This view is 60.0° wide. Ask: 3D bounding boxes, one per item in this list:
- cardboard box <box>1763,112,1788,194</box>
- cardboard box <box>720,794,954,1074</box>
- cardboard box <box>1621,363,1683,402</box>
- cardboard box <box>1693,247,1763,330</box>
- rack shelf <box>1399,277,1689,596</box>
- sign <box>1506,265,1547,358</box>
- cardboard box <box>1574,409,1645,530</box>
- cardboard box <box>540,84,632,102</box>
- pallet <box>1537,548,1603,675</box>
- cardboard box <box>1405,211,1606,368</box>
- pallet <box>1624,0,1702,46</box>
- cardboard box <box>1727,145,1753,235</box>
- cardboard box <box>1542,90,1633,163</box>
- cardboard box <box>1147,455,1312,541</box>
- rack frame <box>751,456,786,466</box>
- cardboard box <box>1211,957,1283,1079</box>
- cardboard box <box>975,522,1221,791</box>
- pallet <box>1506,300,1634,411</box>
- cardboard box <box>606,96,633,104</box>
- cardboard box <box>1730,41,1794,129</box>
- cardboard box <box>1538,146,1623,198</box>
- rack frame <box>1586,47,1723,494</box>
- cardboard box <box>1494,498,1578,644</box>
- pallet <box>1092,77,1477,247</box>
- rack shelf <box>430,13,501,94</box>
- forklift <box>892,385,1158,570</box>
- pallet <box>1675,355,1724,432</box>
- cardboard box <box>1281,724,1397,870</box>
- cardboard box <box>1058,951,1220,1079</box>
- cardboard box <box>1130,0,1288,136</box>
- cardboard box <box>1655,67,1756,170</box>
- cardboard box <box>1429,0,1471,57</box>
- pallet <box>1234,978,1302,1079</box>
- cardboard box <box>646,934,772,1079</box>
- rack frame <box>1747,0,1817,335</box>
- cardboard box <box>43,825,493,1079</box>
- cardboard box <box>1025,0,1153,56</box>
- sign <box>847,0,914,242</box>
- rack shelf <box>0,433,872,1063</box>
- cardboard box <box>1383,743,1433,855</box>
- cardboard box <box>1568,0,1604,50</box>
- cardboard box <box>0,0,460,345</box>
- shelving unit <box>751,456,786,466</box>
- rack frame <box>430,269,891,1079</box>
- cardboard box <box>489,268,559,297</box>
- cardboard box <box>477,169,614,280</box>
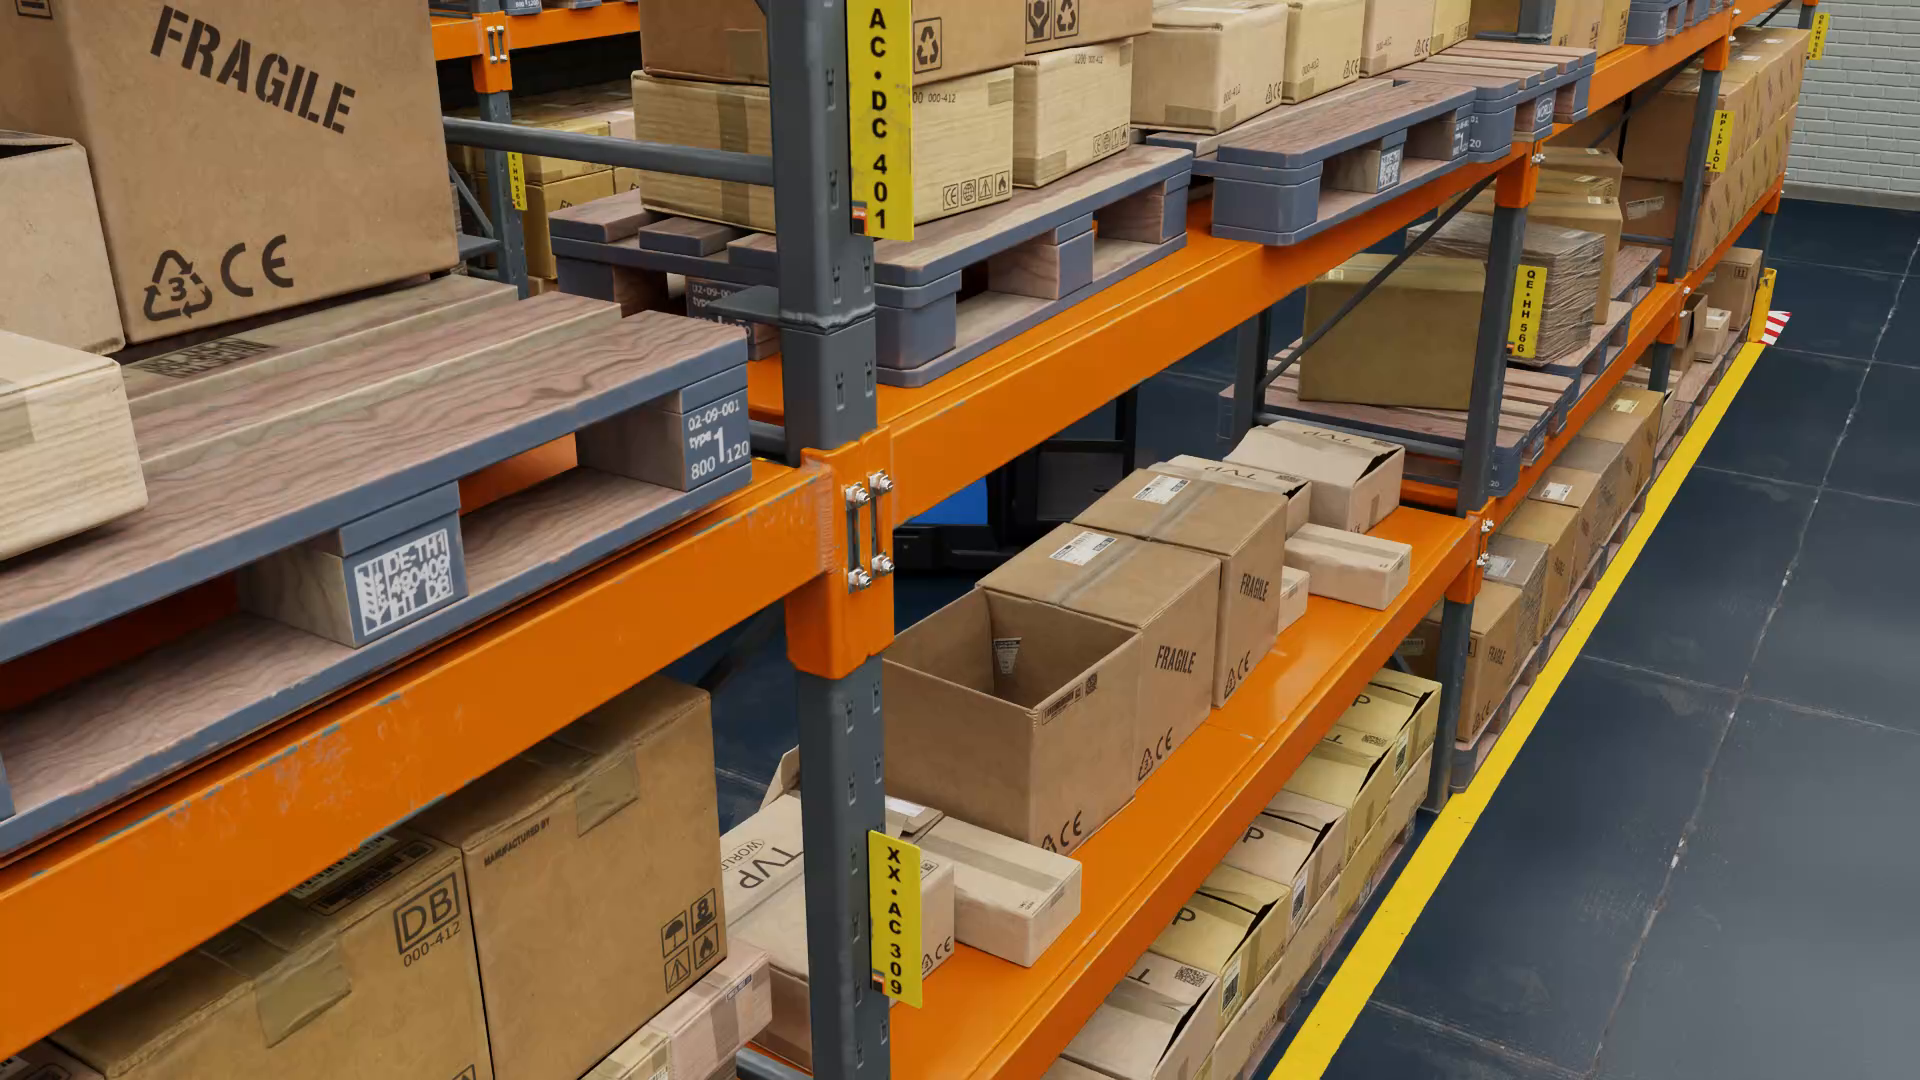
[{"bbox_3d":[5.474,-2.753,11.707,0.500,0.500,0.500,14,27,29],"label":"cardboard box"},{"bbox_3d":[-0.358,0.853,3.693,0.500,0.250,0.500,16,28,32],"label":"cardboard box"},{"bbox_3d":[4.492,-1.033,10.873,0.380,0.166,0.250,14,27,29],"label":"cardboard box"},{"bbox_3d":[5.672,-1.910,12.480,0.500,0.500,0.500,14,27,29],"label":"cardboard box"},{"bbox_3d":[2.584,-0.736,8.079,1.077,0.370,4.000,14,27,29],"label":"rack shelf"},{"bbox_3d":[2.003,-0.807,5.881,0.100,0.325,0.005,14,27,29],"label":"sign"},{"bbox_3d":[3.355,-0.404,9.000,0.500,0.500,0.500,14,27,29],"label":"cardboard box"},{"bbox_3d":[-2.112,-2.517,9.819,0.500,0.250,0.500,13,27,28],"label":"cardboard box"},{"bbox_3d":[2.600,0.235,8.442,1.003,0.211,1.213,14,27,29],"label":"pallet"},{"bbox_3d":[2.411,-1.134,7.440,0.700,0.500,0.500,20,31,39],"label":"cardboard box"},{"bbox_3d":[2.691,-2.475,7.652,1.213,0.211,1.003,14,27,29],"label":"pallet"},{"bbox_3d":[4.673,-2.243,10.531,0.500,0.500,0.500,14,27,29],"label":"cardboard box"},{"bbox_3d":[3.686,-2.470,9.796,0.500,0.500,0.500,14,27,29],"label":"cardboard box"},{"bbox_3d":[0.893,-0.088,5.791,0.500,0.311,0.500,14,27,28],"label":"cardboard box"},{"bbox_3d":[-1.091,-0.753,8.345,0.400,2.100,0.015,-5,24,-11],"label":"rack frame"},{"bbox_3d":[0.654,1.425,5.115,0.500,0.250,0.500,14,27,30],"label":"cardboard box"},{"bbox_3d":[0.381,0.311,4.630,0.500,0.500,0.500,14,27,29],"label":"cardboard box"},{"bbox_3d":[2.551,-0.960,7.933,1.003,0.211,1.213,14,27,29],"label":"pallet"},{"bbox_3d":[-1.679,-2.414,9.580,0.500,0.250,0.500,14,27,29],"label":"cardboard box"},{"bbox_3d":[5.213,-3.041,11.114,0.500,0.500,0.500,15,27,30],"label":"cardboard box"},{"bbox_3d":[3.200,-1.866,9.131,0.700,0.500,0.500,5,24,11],"label":"cardboard box"},{"bbox_3d":[3.639,-1.741,9.495,1.000,3.000,0.127,14,27,29],"label":"rack frame"},{"bbox_3d":[2.553,0.115,7.802,0.500,0.500,0.500,13,27,28],"label":"cardboard box"},{"bbox_3d":[0.660,-1.055,4.373,1.003,0.211,1.213,15,28,31],"label":"pallet"},{"bbox_3d":[-3.736,-1.799,6.760,1.077,0.370,4.000,14,27,29],"label":"rack shelf"},{"bbox_3d":[0.623,-1.332,8.637,3.031,2.935,1.130,1,23,3],"label":"forklift"},{"bbox_3d":[4.645,-1.106,11.539,1.003,0.211,1.213,14,27,29],"label":"pallet"},{"bbox_3d":[1.194,0.826,5.792,0.500,0.311,0.500,13,27,28],"label":"cardboard box"},{"bbox_3d":[0.390,1.341,4.603,0.500,0.311,0.500,13,27,27],"label":"cardboard box"},{"bbox_3d":[0.480,-1.174,4.070,0.500,0.250,0.500,11,26,25],"label":"cardboard box"},{"bbox_3d":[4.399,-2.520,9.910,0.500,0.500,0.500,13,27,27],"label":"cardboard box"},{"bbox_3d":[1.338,-1.726,5.346,0.500,0.250,0.500,12,26,25],"label":"cardboard box"},{"bbox_3d":[0.418,1.569,5.360,1.003,0.211,1.213,14,27,29],"label":"pallet"},{"bbox_3d":[-0.542,0.752,2.794,0.380,0.149,0.250,14,27,29],"label":"cardboard box"},{"bbox_3d":[5.749,-3.091,12.614,1.000,3.000,0.127,14,27,29],"label":"rack frame"},{"bbox_3d":[-1.075,0.640,2.237,0.700,0.500,0.500,14,27,29],"label":"cardboard box"},{"bbox_3d":[0.059,-1.282,3.377,0.500,0.500,0.500,17,29,34],"label":"cardboard box"},{"bbox_3d":[-0.108,-0.575,2.276,0.100,0.325,0.005,14,27,29],"label":"sign"},{"bbox_3d":[-1.635,0.588,1.246,1.077,0.370,4.000,14,27,29],"label":"rack shelf"},{"bbox_3d":[1.459,0.907,6.311,0.500,0.250,0.500,15,27,30],"label":"cardboard box"},{"bbox_3d":[2.000,-2.140,6.515,0.910,0.500,0.500,14,27,29],"label":"cardboard box"},{"bbox_3d":[-1.070,-0.605,2.266,0.500,0.500,0.500,16,28,33],"label":"cardboard box"},{"bbox_3d":[-1.041,-0.658,8.126,0.431,2.100,0.503,-5,24,-11],"label":"shelving unit"},{"bbox_3d":[-0.580,0.959,3.258,1.000,3.000,0.127,14,27,29],"label":"rack frame"},{"bbox_3d":[-2.311,-1.384,8.962,0.380,0.149,0.250,13,27,28],"label":"cardboard box"},{"bbox_3d":[-2.207,-1.729,8.944,0.500,0.500,0.500,15,27,30],"label":"cardboard box"}]
